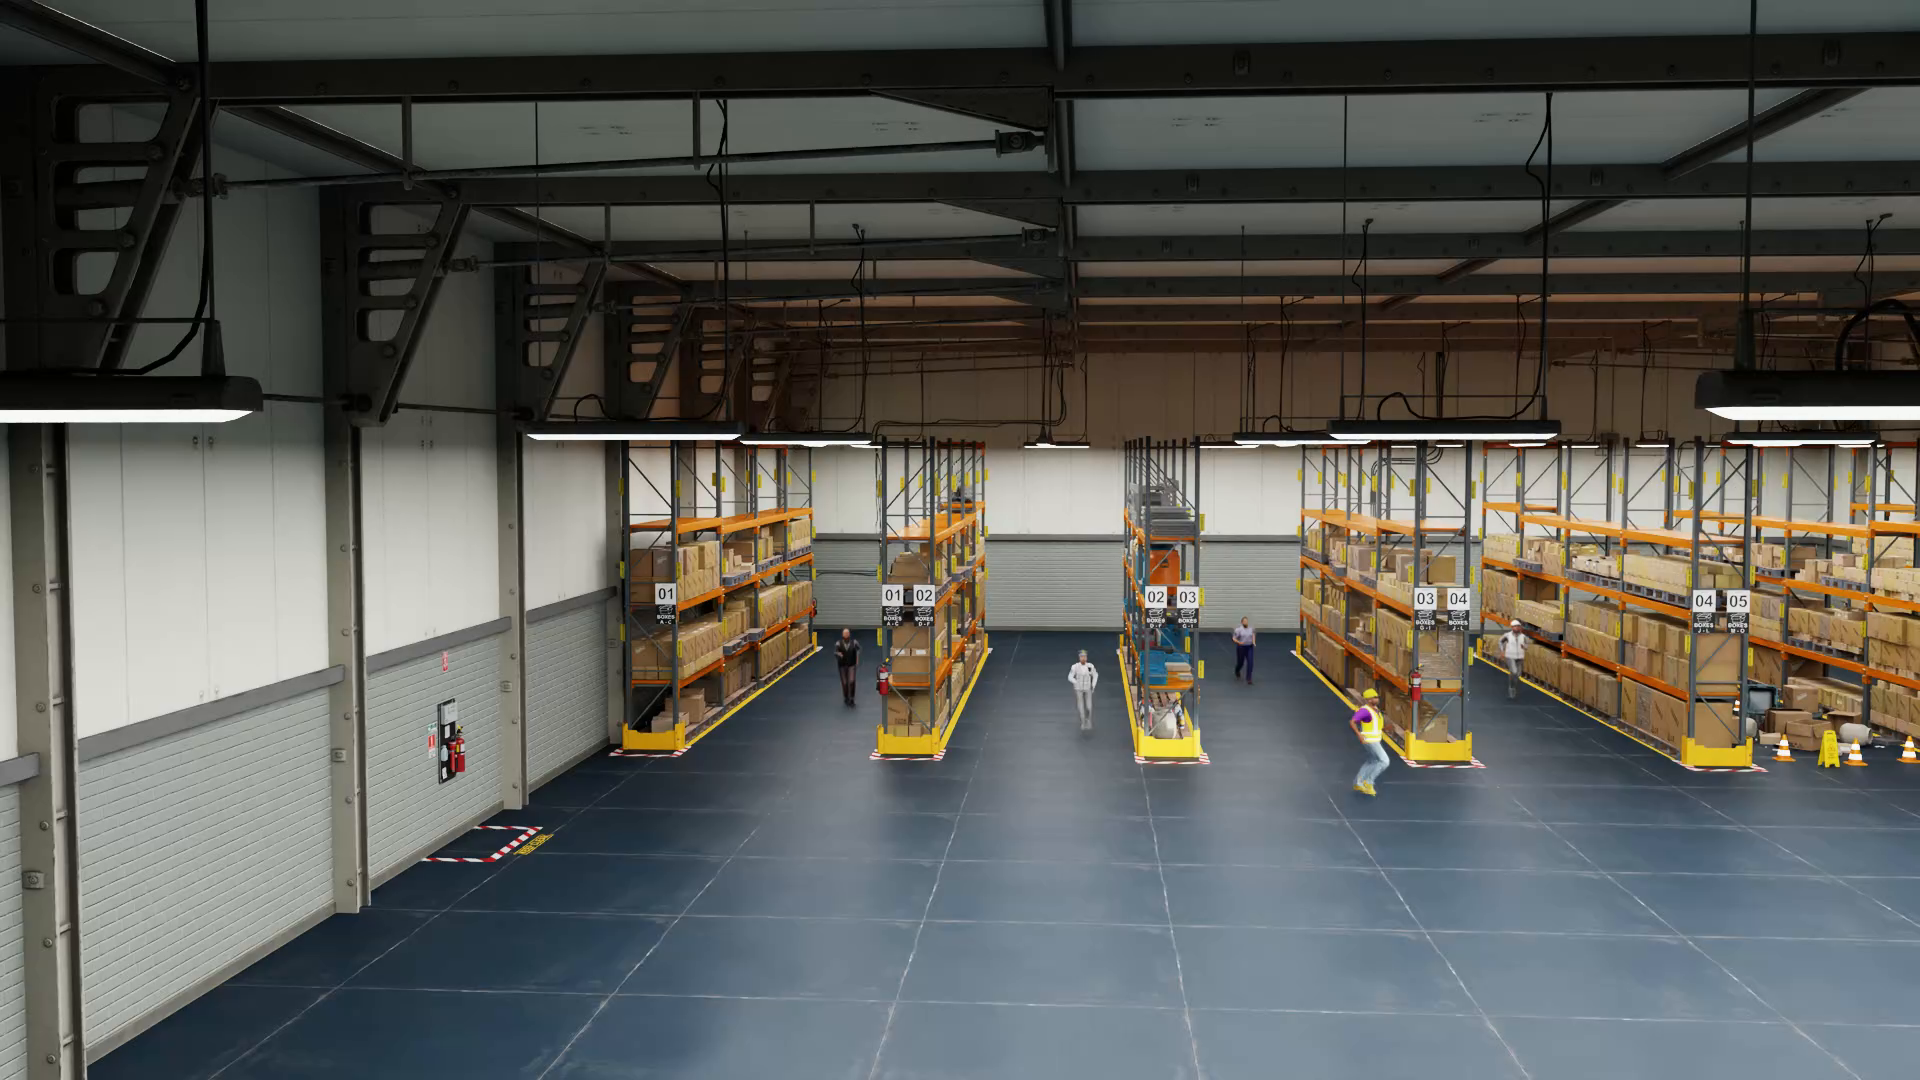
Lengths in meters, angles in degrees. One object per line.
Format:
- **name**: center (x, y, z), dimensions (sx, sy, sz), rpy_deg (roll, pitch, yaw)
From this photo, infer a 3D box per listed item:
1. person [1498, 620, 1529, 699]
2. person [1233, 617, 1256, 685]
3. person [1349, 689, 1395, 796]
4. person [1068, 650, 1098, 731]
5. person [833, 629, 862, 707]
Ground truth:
- **person**: center (12.900, 2.774, 38.670), dimensions (0.624, 1.831, 0.752), rpy_deg (0, 3, -4)
- **person**: center (7.035, 2.713, 41.044), dimensions (0.613, 1.635, 0.881), rpy_deg (0, 3, -8)
- **person**: center (6.866, 3.362, 27.636), dimensions (0.697, 1.769, 0.674), rpy_deg (2, 3, 28)
- **person**: center (2.511, 3.068, 33.907), dimensions (0.611, 1.667, 0.598), rpy_deg (0, 3, 3)
- **person**: center (-2.532, 2.878, 37.327), dimensions (0.635, 1.770, 0.756), rpy_deg (0, 3, 1)
